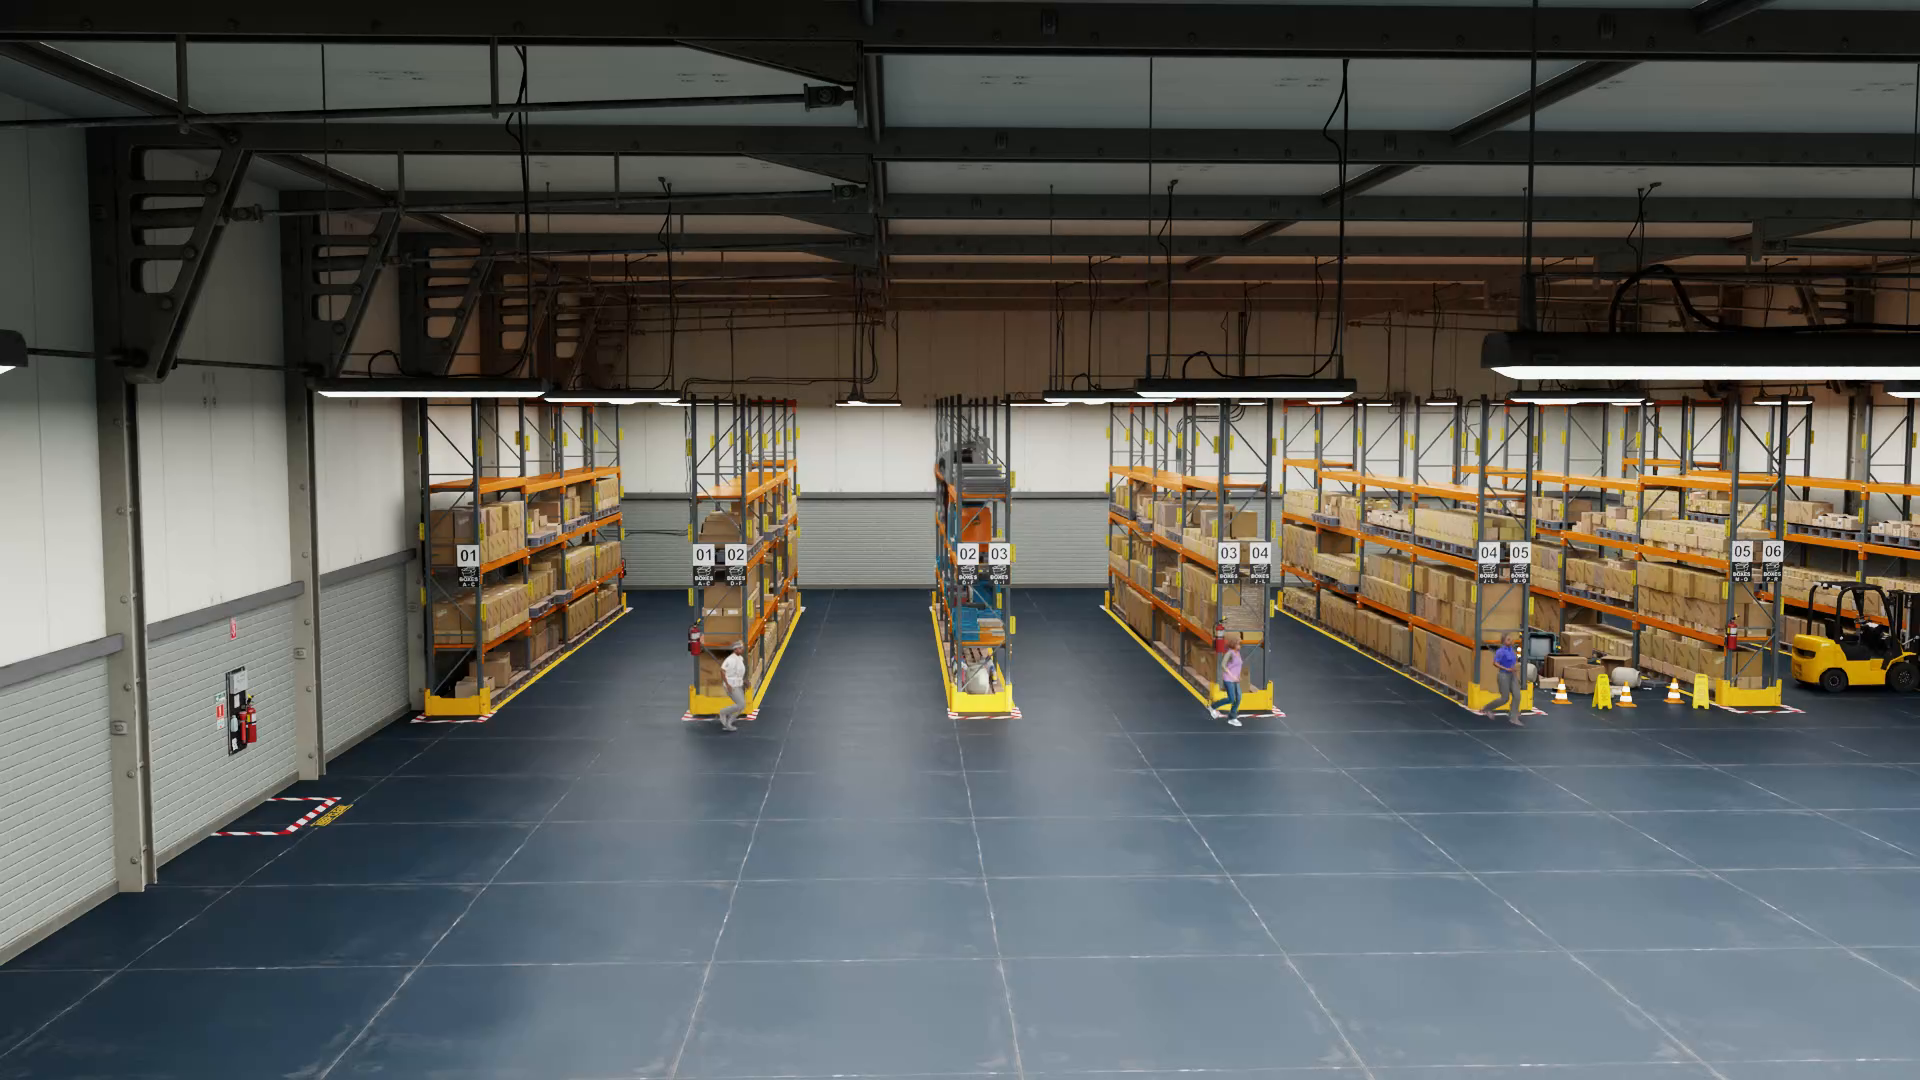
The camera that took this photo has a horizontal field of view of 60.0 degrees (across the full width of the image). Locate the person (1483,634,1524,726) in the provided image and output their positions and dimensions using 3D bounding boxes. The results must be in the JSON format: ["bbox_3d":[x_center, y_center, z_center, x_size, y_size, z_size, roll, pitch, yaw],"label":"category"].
[{"bbox_3d":[9.906,2.535,30.251,0.591,1.666,0.749,-4,6,-40],"label":"person"}]

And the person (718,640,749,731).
[{"bbox_3d":[-4.013,2.581,29.620,0.521,1.615,0.542,1,5,17],"label":"person"}]

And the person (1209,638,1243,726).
[{"bbox_3d":[4.898,2.565,30.335,0.632,1.582,0.589,3,6,35],"label":"person"}]
